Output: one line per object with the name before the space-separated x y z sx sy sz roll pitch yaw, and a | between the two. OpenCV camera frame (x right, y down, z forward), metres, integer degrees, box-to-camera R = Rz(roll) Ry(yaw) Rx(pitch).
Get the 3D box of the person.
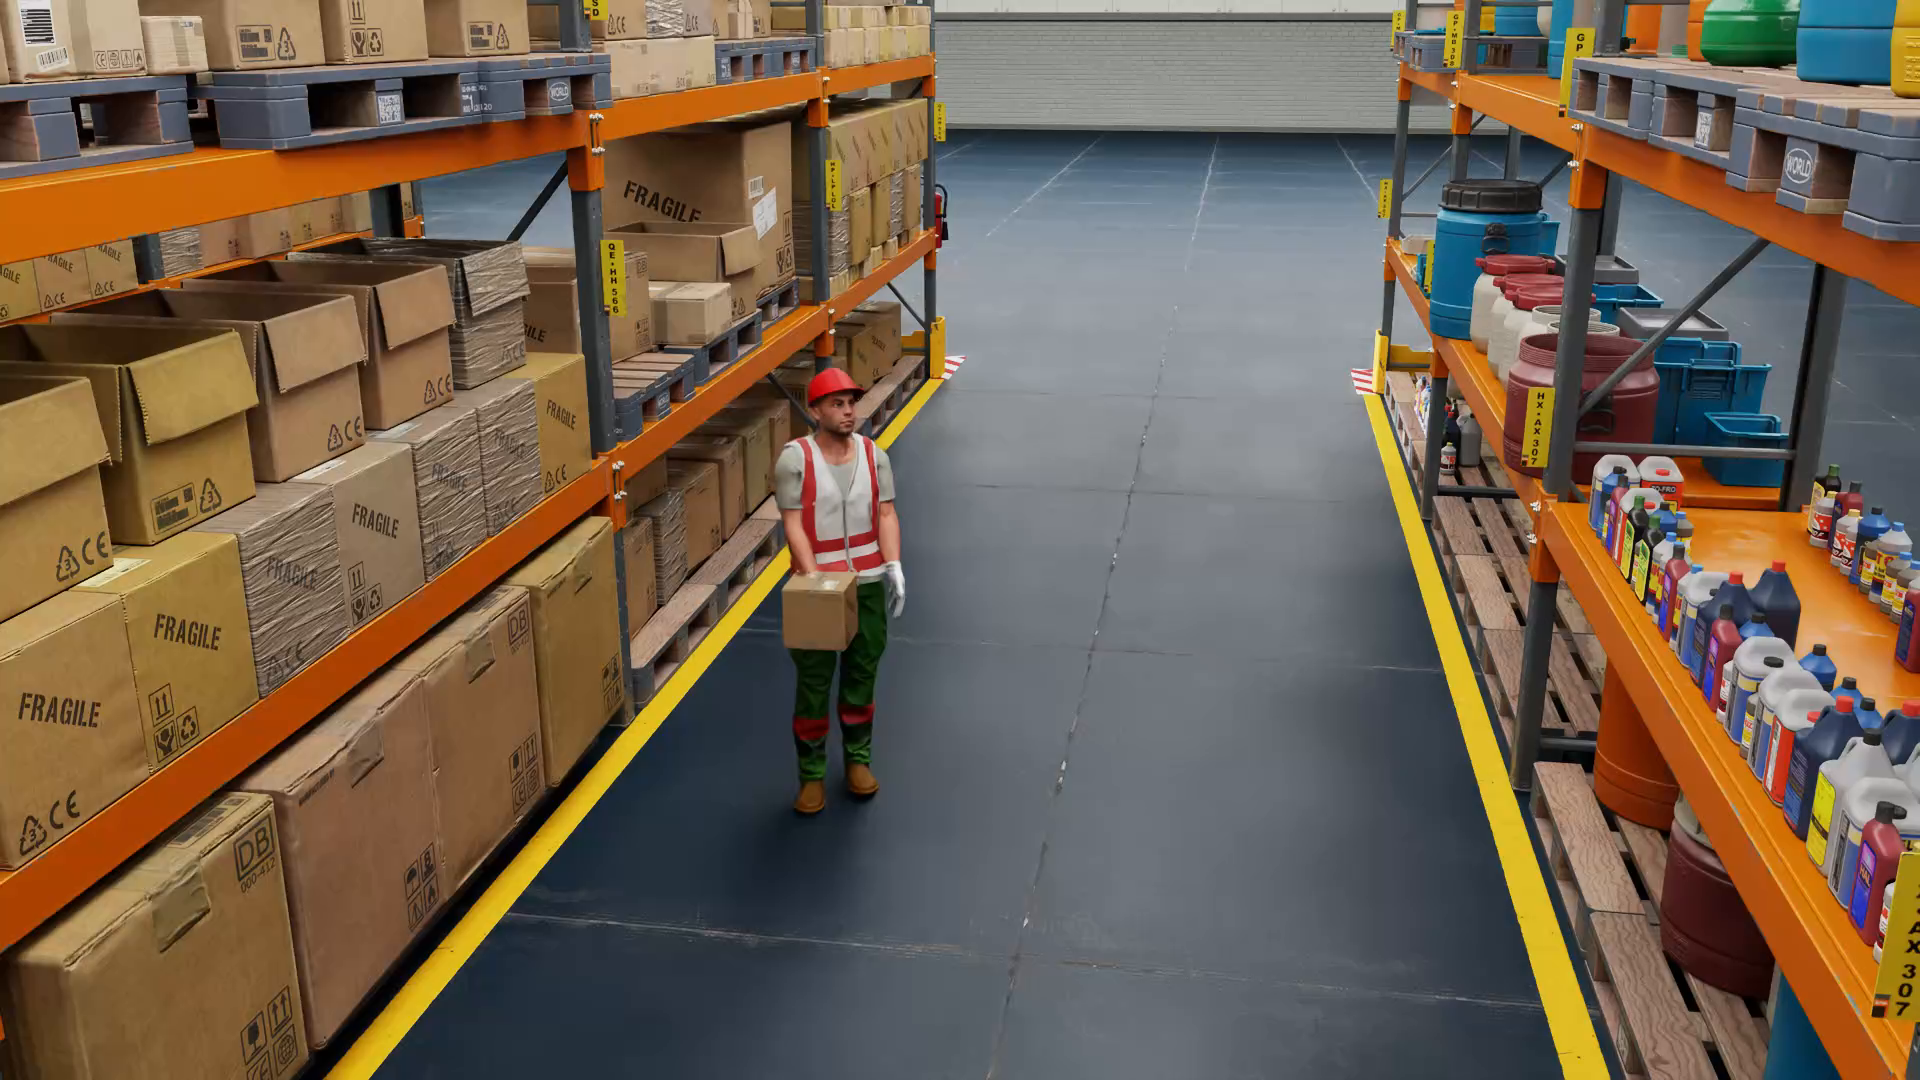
person | -0.492 0.204 6.859 0.566 1.791 0.508 -9 20 -26
